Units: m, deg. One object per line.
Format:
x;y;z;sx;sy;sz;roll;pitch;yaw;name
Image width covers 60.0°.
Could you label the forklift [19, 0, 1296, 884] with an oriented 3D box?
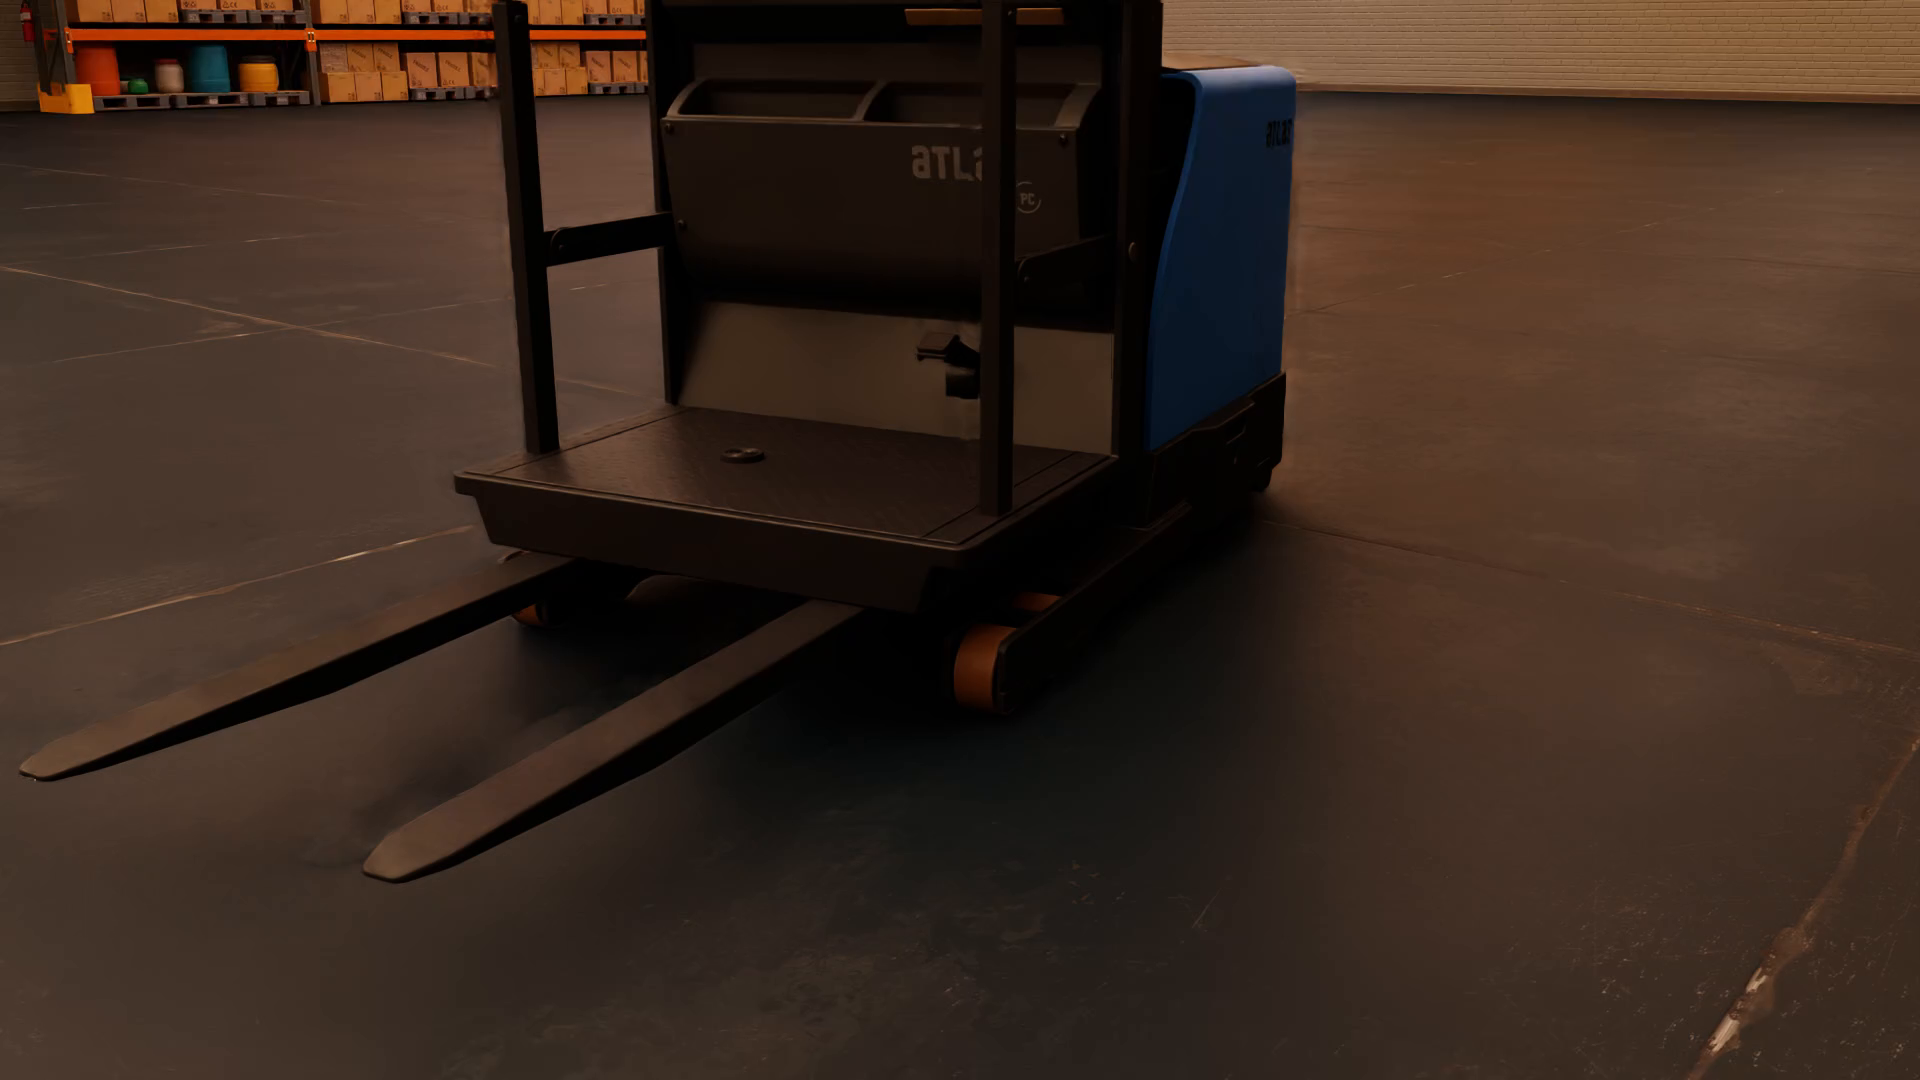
-0.263;-1.237;2.973;1.130;2.935;3.031;8;19;25;forklift
